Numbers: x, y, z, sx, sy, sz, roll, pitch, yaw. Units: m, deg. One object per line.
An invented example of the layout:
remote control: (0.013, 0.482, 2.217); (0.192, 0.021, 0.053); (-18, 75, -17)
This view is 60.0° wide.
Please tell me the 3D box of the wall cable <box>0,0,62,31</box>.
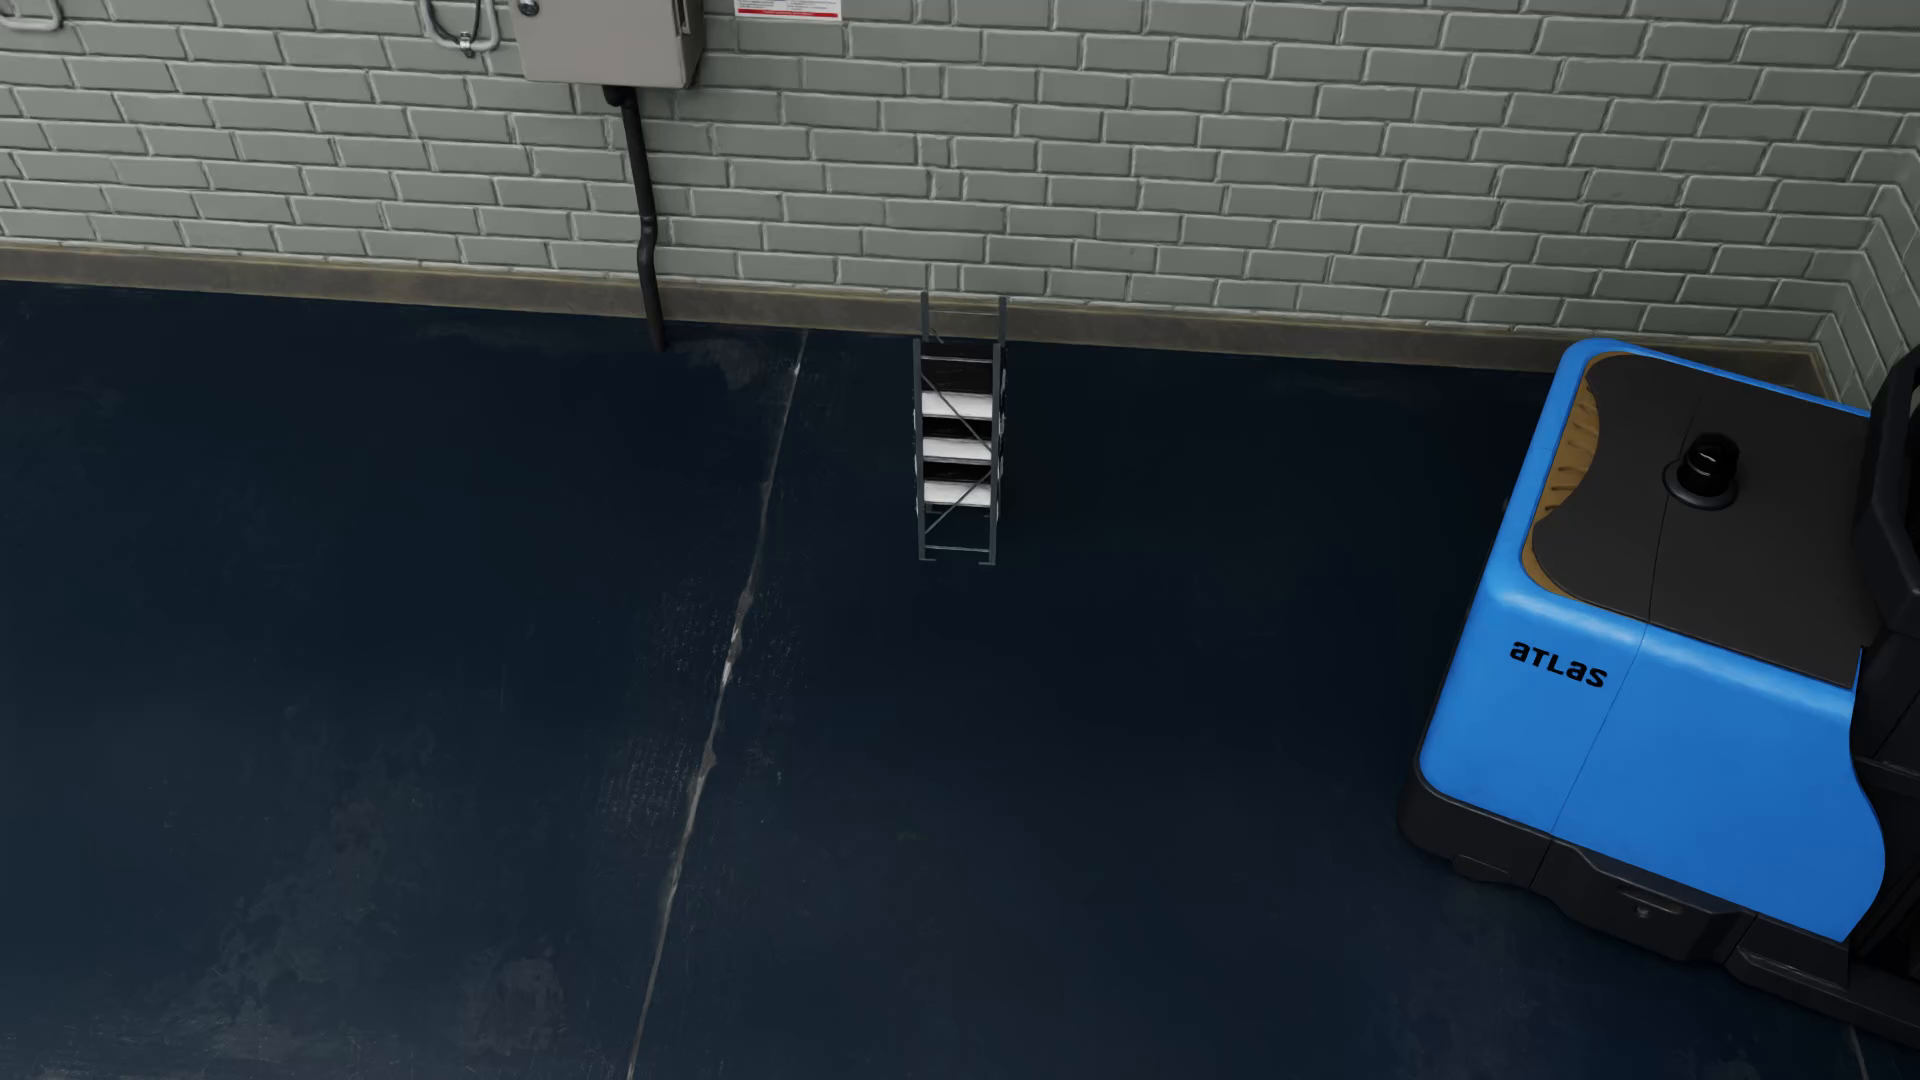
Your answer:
wall cable: (-3.113, -2.272, 4.585); (0.585, 1.953, 0.123); (4, 48, 4)

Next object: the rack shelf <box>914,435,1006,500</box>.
rack shelf: (0.001, -0.226, 5.014); (0.258, 0.077, 0.200); (4, 48, 4)

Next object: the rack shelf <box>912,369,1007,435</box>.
rack shelf: (0.001, -0.409, 4.815); (0.258, 0.077, 0.200); (4, 48, 4)

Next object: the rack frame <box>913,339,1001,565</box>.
rack frame: (-0.009, -0.235, 4.855); (0.240, 0.900, 0.006); (4, 48, 4)

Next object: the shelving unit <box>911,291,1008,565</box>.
shelving unit: (0.001, -0.310, 4.923); (0.258, 0.900, 0.210); (4, 48, 4)

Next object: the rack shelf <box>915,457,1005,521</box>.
rack shelf: (0.001, -0.166, 5.081); (0.258, 0.077, 0.200); (4, 48, 4)

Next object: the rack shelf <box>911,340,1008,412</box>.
rack shelf: (0.001, -0.469, 4.749); (0.258, 0.077, 0.200); (4, 48, 4)

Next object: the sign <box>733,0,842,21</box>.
sign: (-0.524, -1.757, 4.888); (0.329, 0.494, 0.001); (4, 48, 4)

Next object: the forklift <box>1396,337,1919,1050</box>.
forklift: (2.727, -0.014, 3.277); (3.031, 2.935, 1.130); (20, 51, 17)

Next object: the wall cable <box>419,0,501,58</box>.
wall cable: (-1.700, -2.174, 4.517); (0.588, 1.984, 0.122); (4, 48, 4)

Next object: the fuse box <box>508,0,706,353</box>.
fuse box: (-1.035, -1.235, 5.220); (0.539, 1.711, 0.414); (4, 48, 4)

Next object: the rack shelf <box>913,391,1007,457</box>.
rack shelf: (0.001, -0.348, 4.882); (0.258, 0.077, 0.200); (4, 48, 4)

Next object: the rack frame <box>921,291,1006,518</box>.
rack frame: (0.010, -0.384, 4.992); (0.240, 0.900, 0.006); (4, 48, 4)

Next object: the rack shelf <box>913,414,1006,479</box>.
rack shelf: (0.001, -0.287, 4.948); (0.258, 0.077, 0.200); (4, 48, 4)
